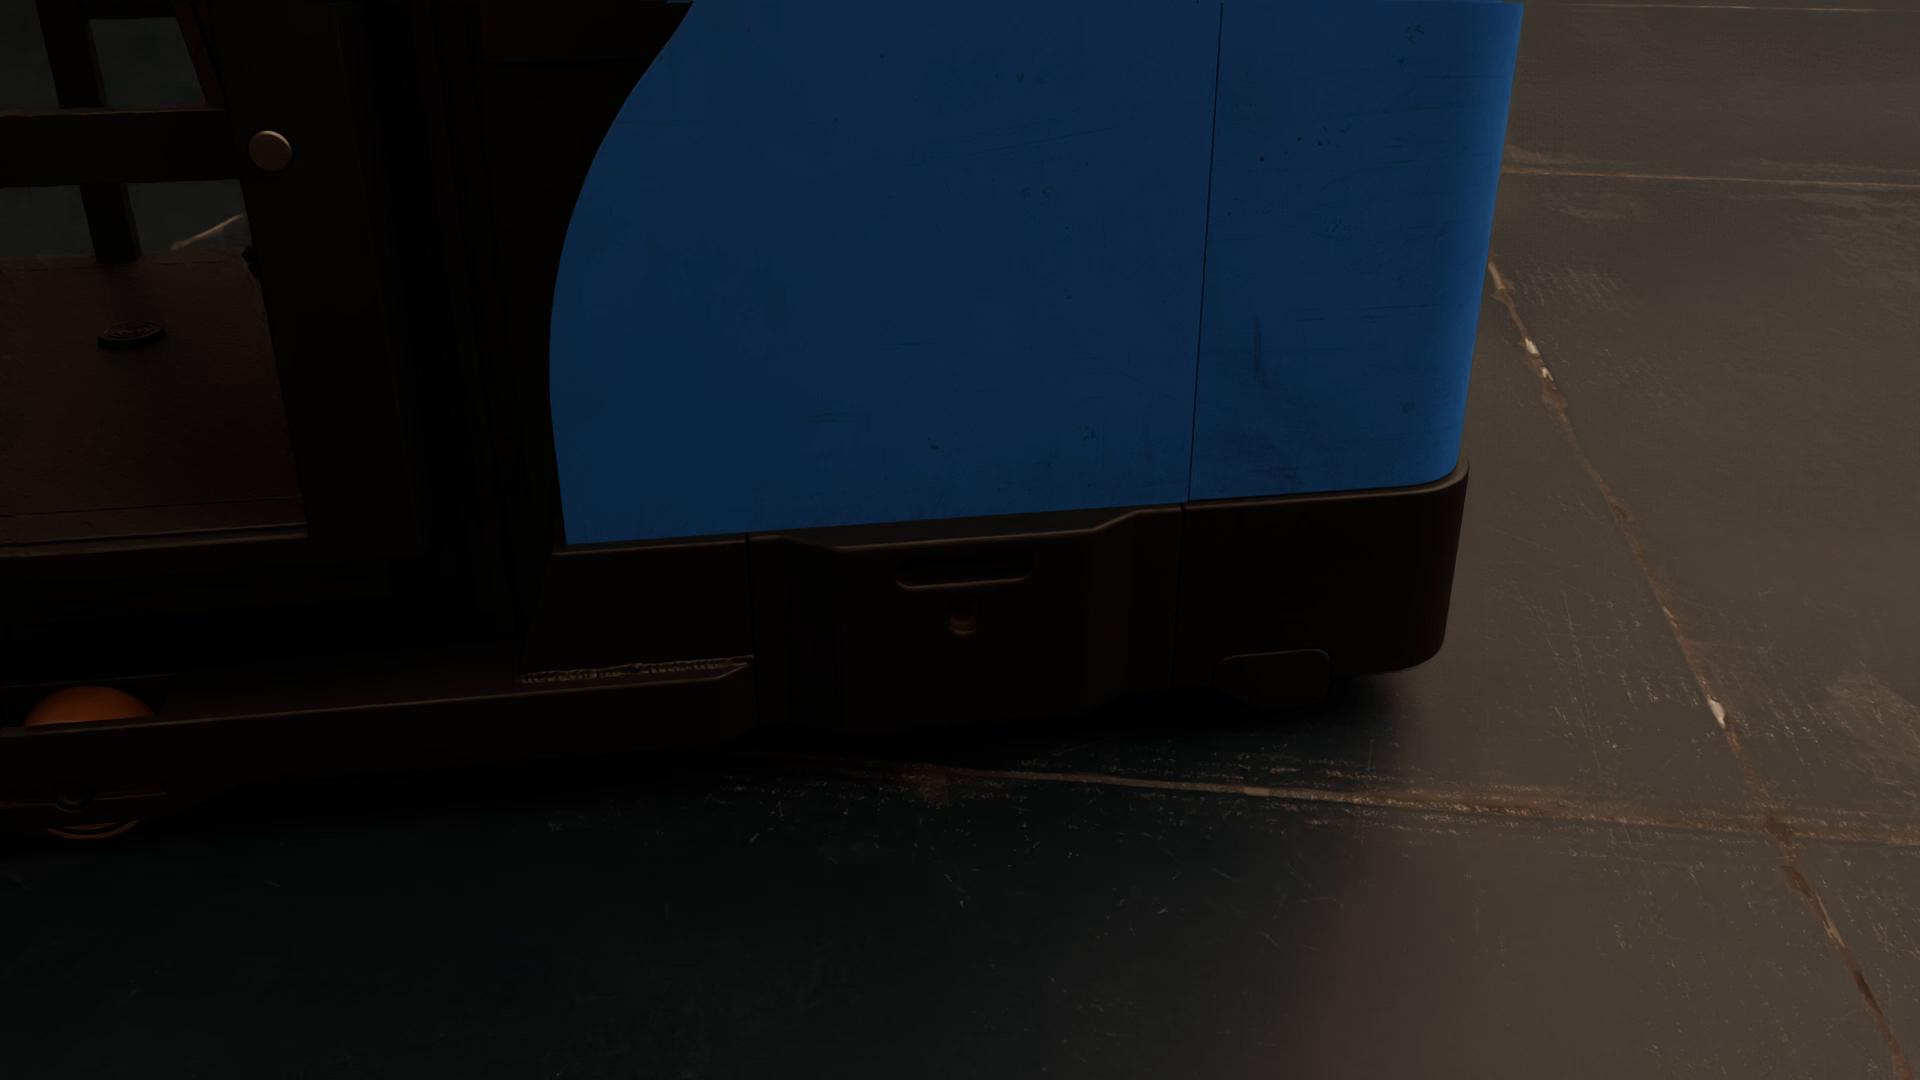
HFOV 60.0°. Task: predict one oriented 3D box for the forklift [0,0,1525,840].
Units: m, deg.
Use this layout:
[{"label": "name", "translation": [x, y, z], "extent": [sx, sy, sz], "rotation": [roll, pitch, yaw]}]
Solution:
[{"label": "forklift", "translation": [-0.952, -1.221, 1.663], "extent": [3.031, 2.935, 1.130], "rotation": [-4, 27, -8]}]
